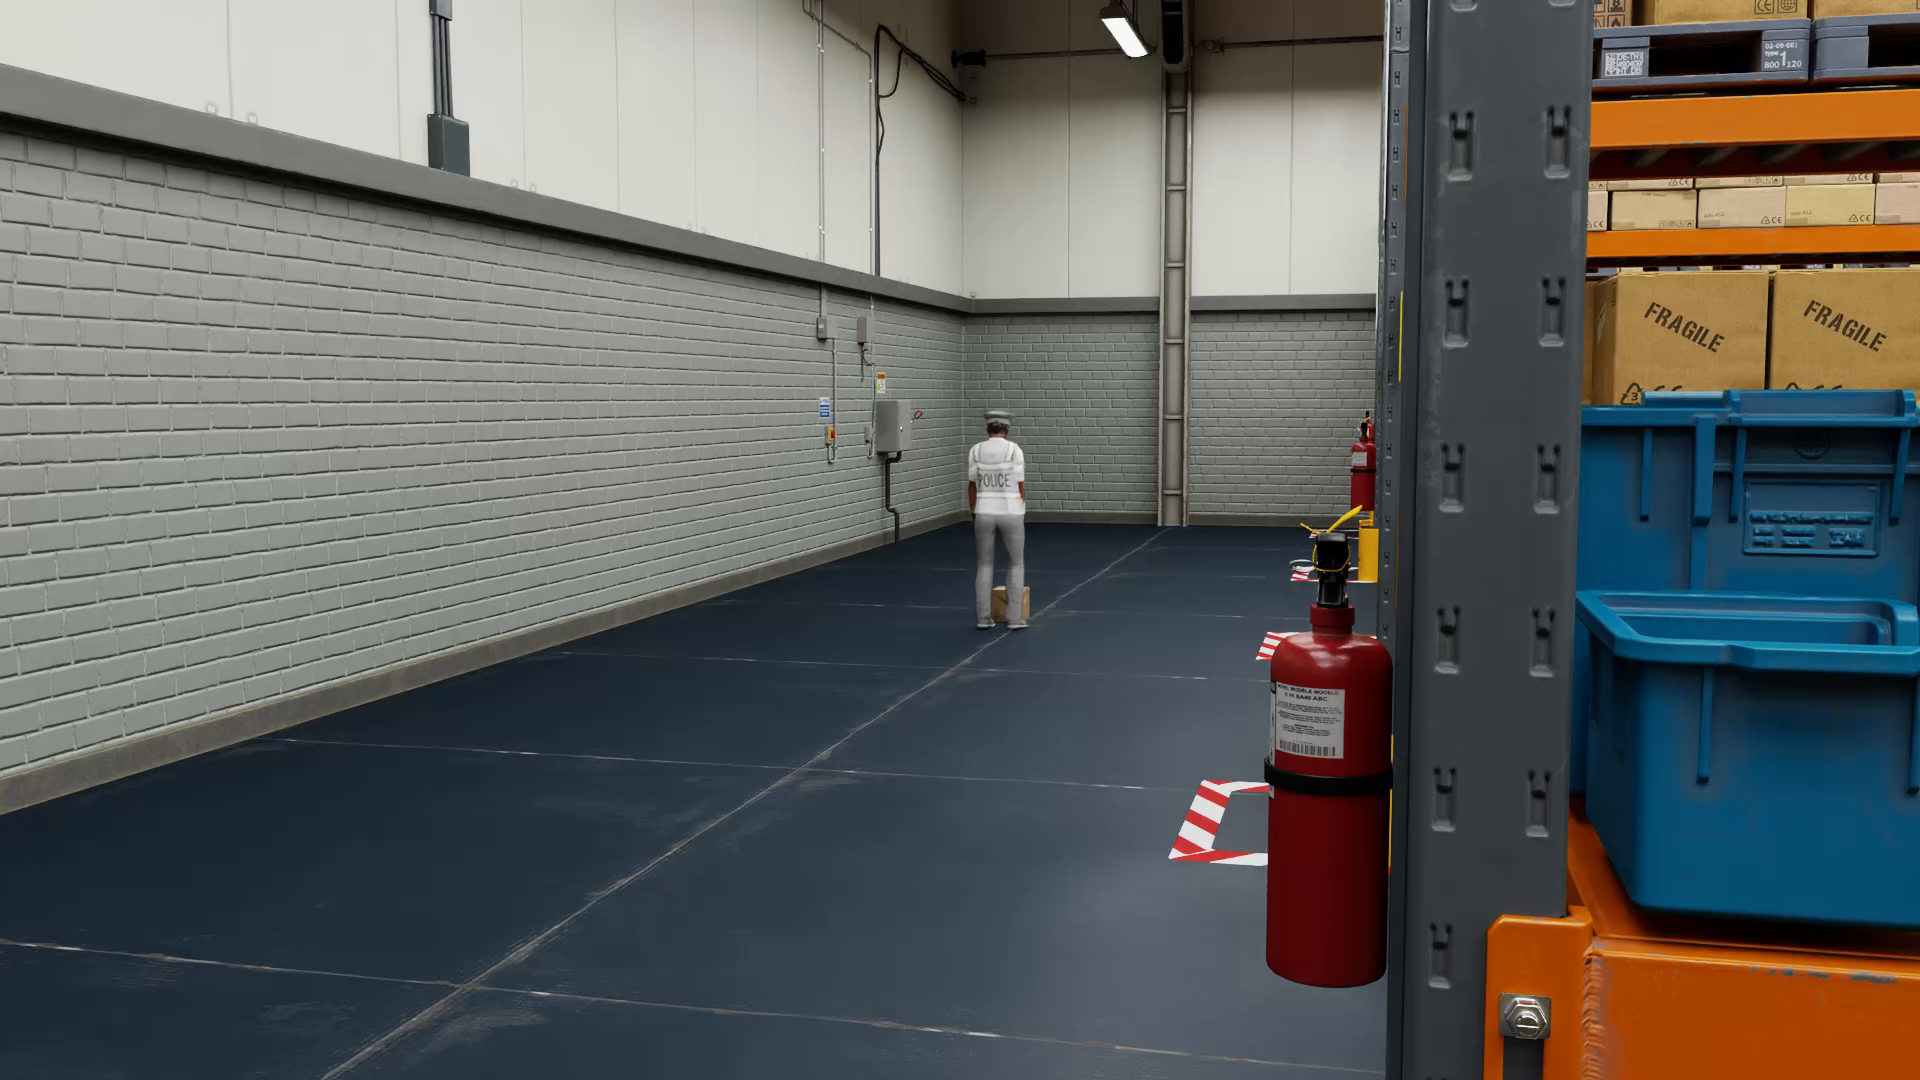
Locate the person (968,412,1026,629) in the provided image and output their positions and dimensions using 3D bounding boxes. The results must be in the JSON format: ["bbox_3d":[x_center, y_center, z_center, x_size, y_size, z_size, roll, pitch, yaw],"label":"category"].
[{"bbox_3d":[0.278,-0.145,12.600,0.444,1.648,0.366,1,5,15],"label":"person"}]
